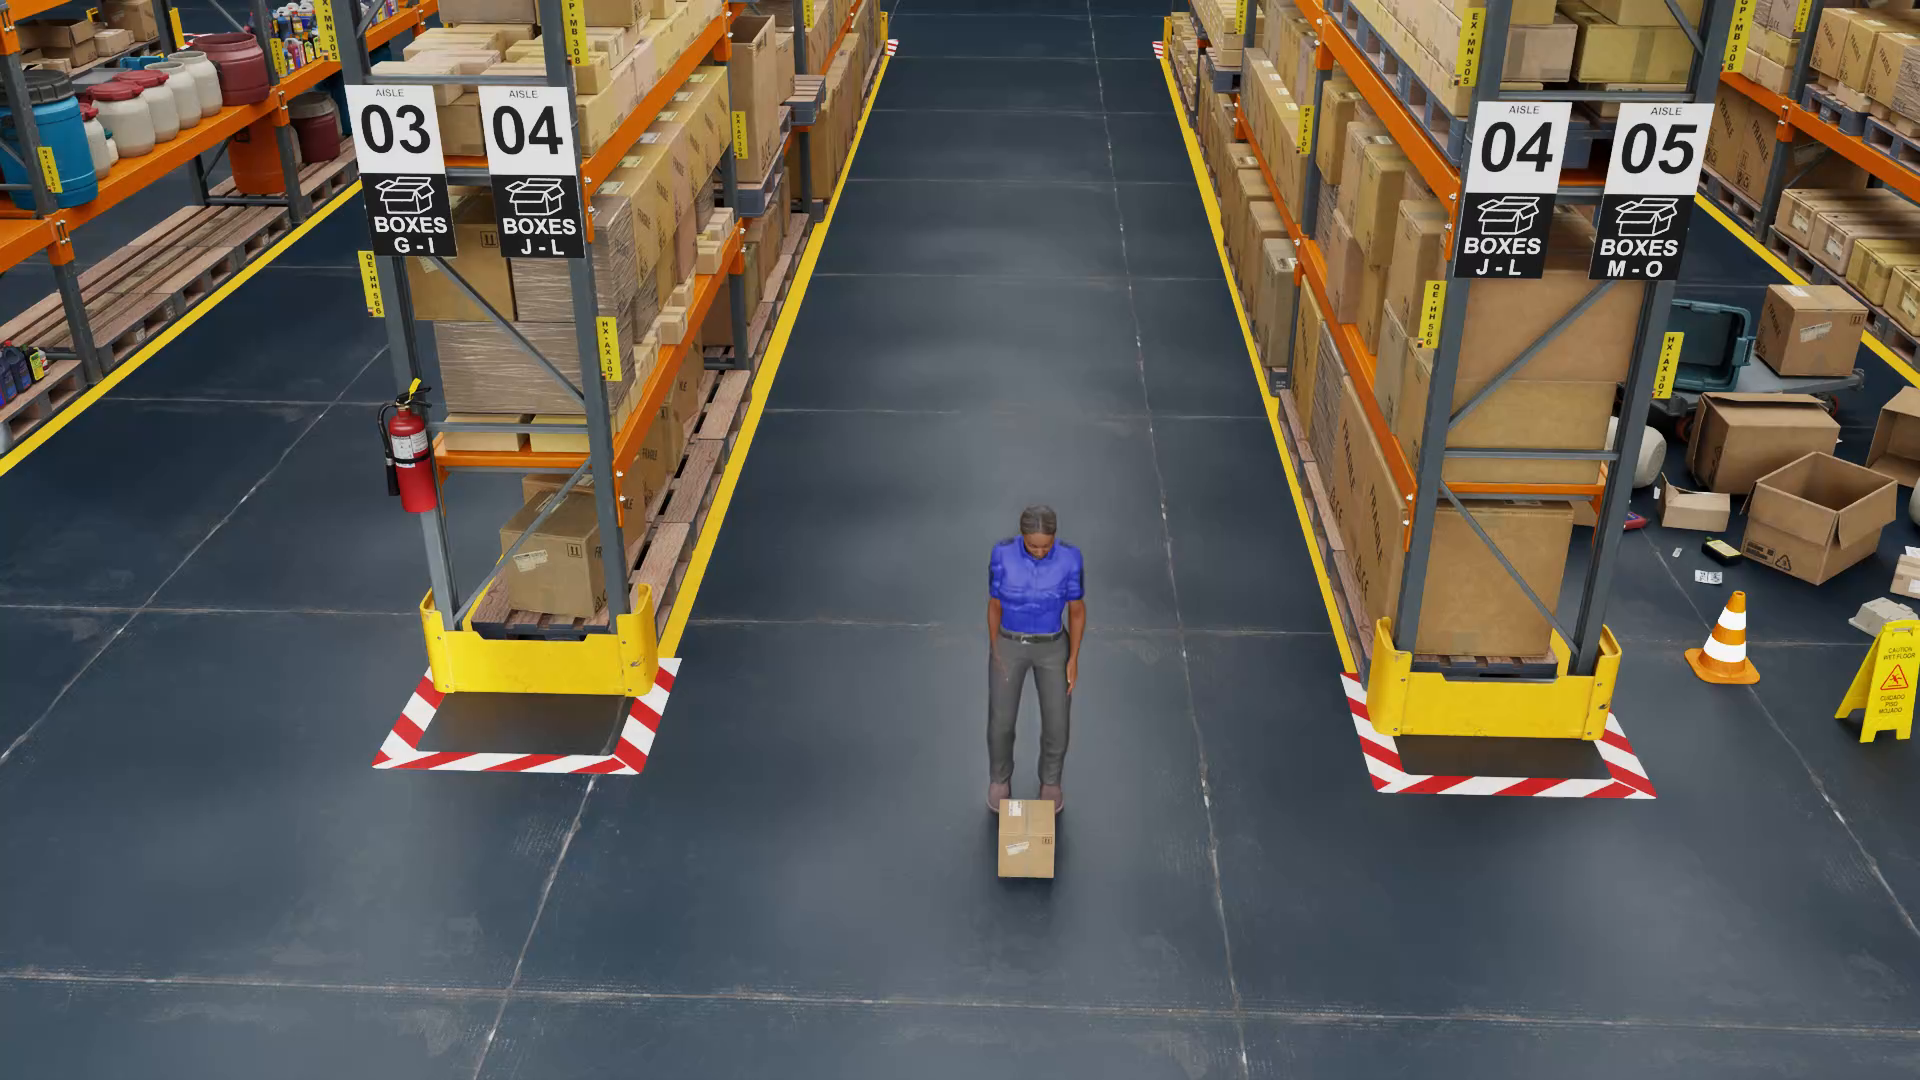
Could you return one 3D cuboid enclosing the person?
[{"bbox_3d":[0.350,0.548,7.681,0.461,1.600,0.393,2,28,3],"label":"person"}]
